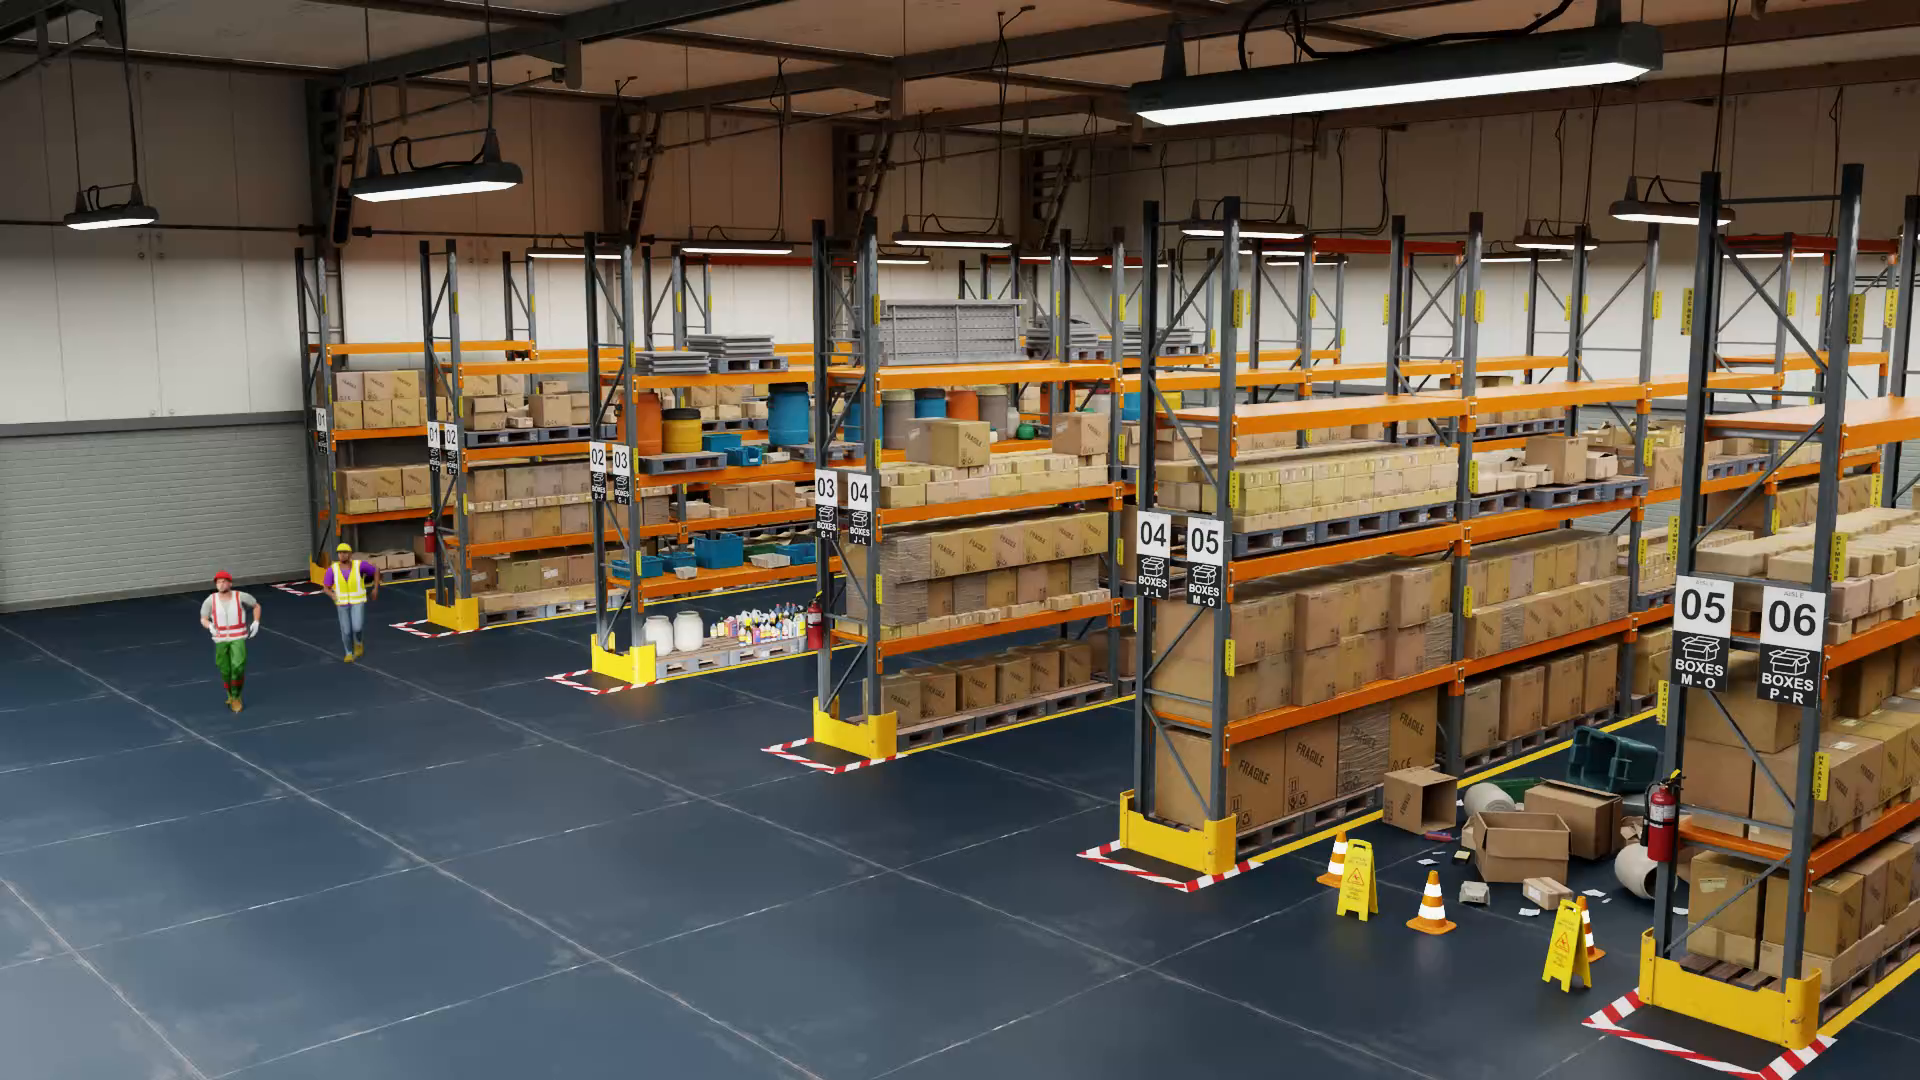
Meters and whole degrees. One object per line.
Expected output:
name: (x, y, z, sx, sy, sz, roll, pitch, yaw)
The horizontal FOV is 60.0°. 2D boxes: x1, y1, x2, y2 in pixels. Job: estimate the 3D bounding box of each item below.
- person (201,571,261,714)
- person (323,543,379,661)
person: (-9.105, 1.269, 20.760, 0.671, 1.785, 0.715, -2, 9, -15)
person: (-8.553, 0.890, 23.364, 0.728, 1.717, 0.745, -2, 9, -11)
